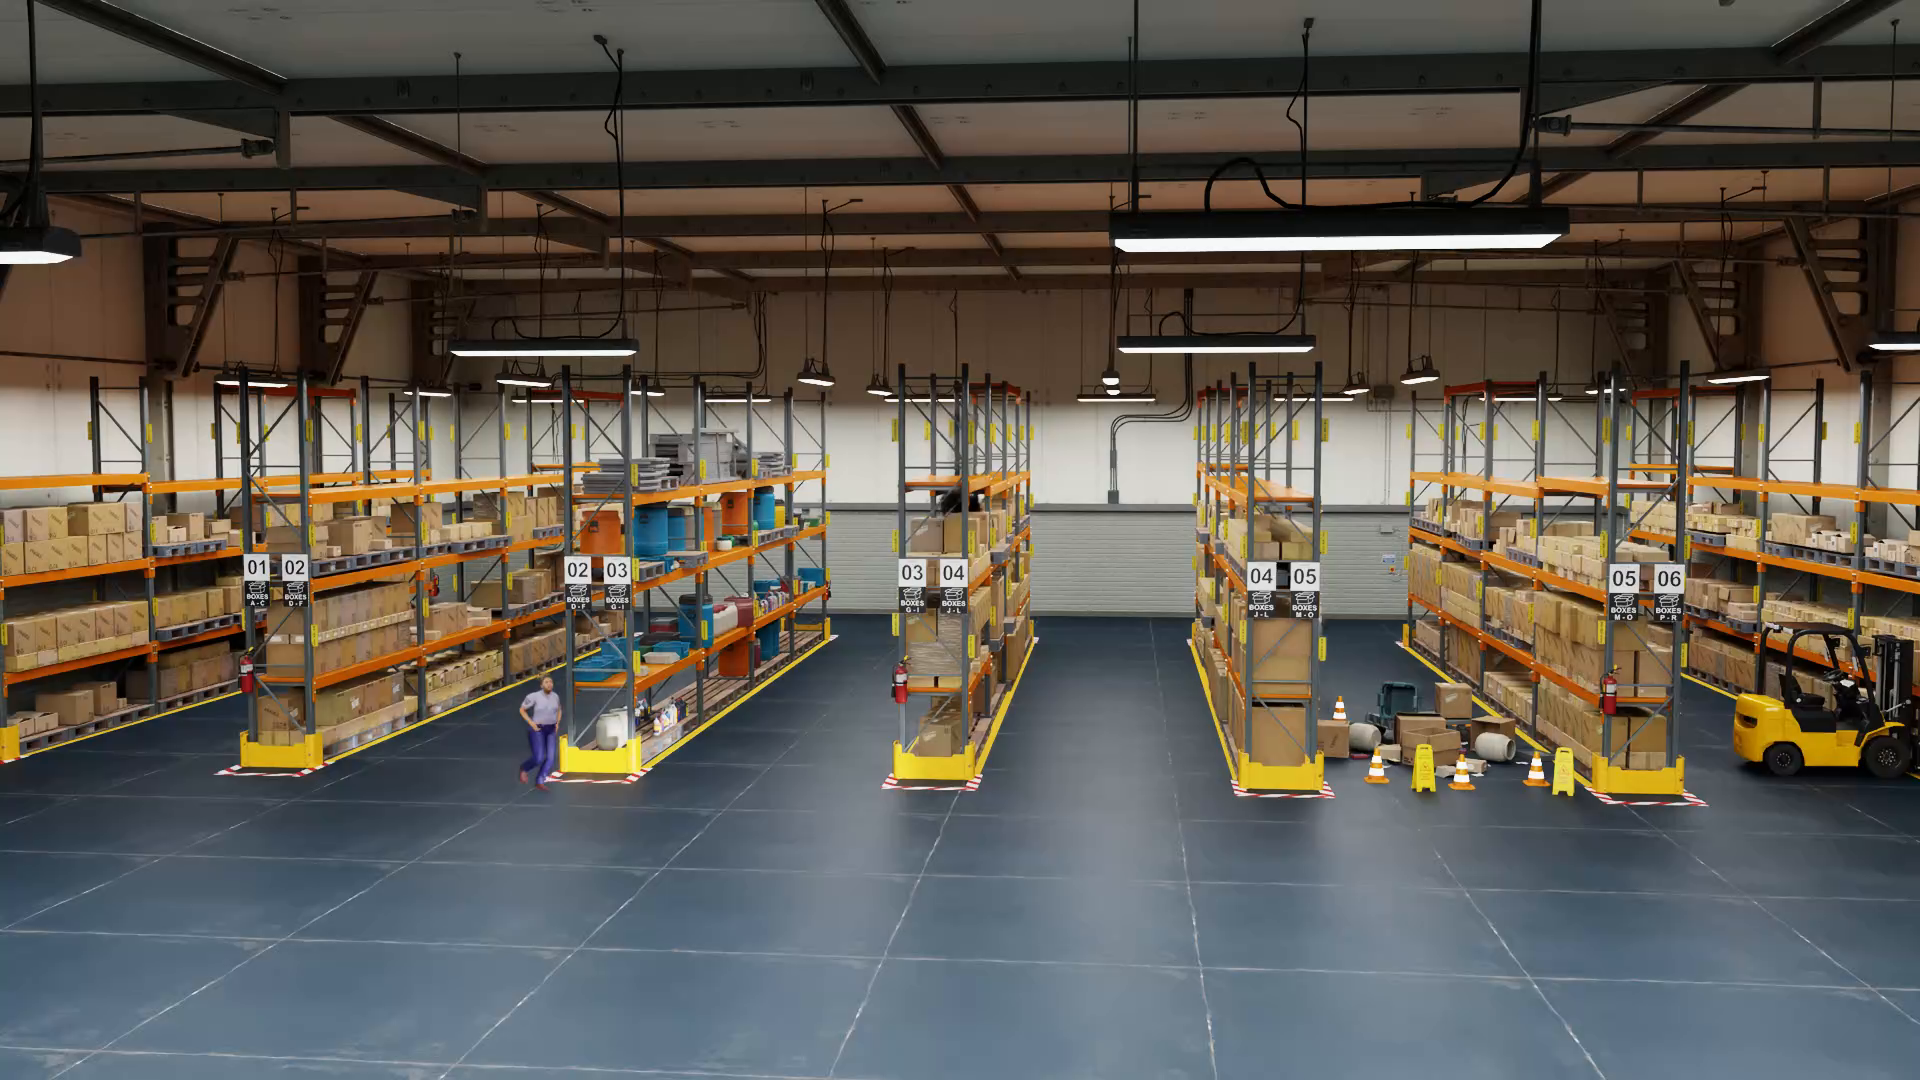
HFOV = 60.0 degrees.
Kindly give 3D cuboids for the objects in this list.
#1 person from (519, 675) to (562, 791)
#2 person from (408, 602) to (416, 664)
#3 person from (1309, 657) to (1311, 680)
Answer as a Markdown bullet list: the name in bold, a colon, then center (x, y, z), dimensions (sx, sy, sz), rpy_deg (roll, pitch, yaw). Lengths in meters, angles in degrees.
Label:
- **person**: center (-5.900, 2.723, 23.479), dimensions (0.613, 1.619, 0.538), rpy_deg (-3, 5, -43)
- **person**: center (-11.053, 2.053, 33.492), dimensions (0.507, 1.604, 0.667), rpy_deg (1, 4, 11)
- **person**: center (6.886, 1.952, 33.413), dimensions (0.635, 1.804, 0.907), rpy_deg (0, 4, 0)
